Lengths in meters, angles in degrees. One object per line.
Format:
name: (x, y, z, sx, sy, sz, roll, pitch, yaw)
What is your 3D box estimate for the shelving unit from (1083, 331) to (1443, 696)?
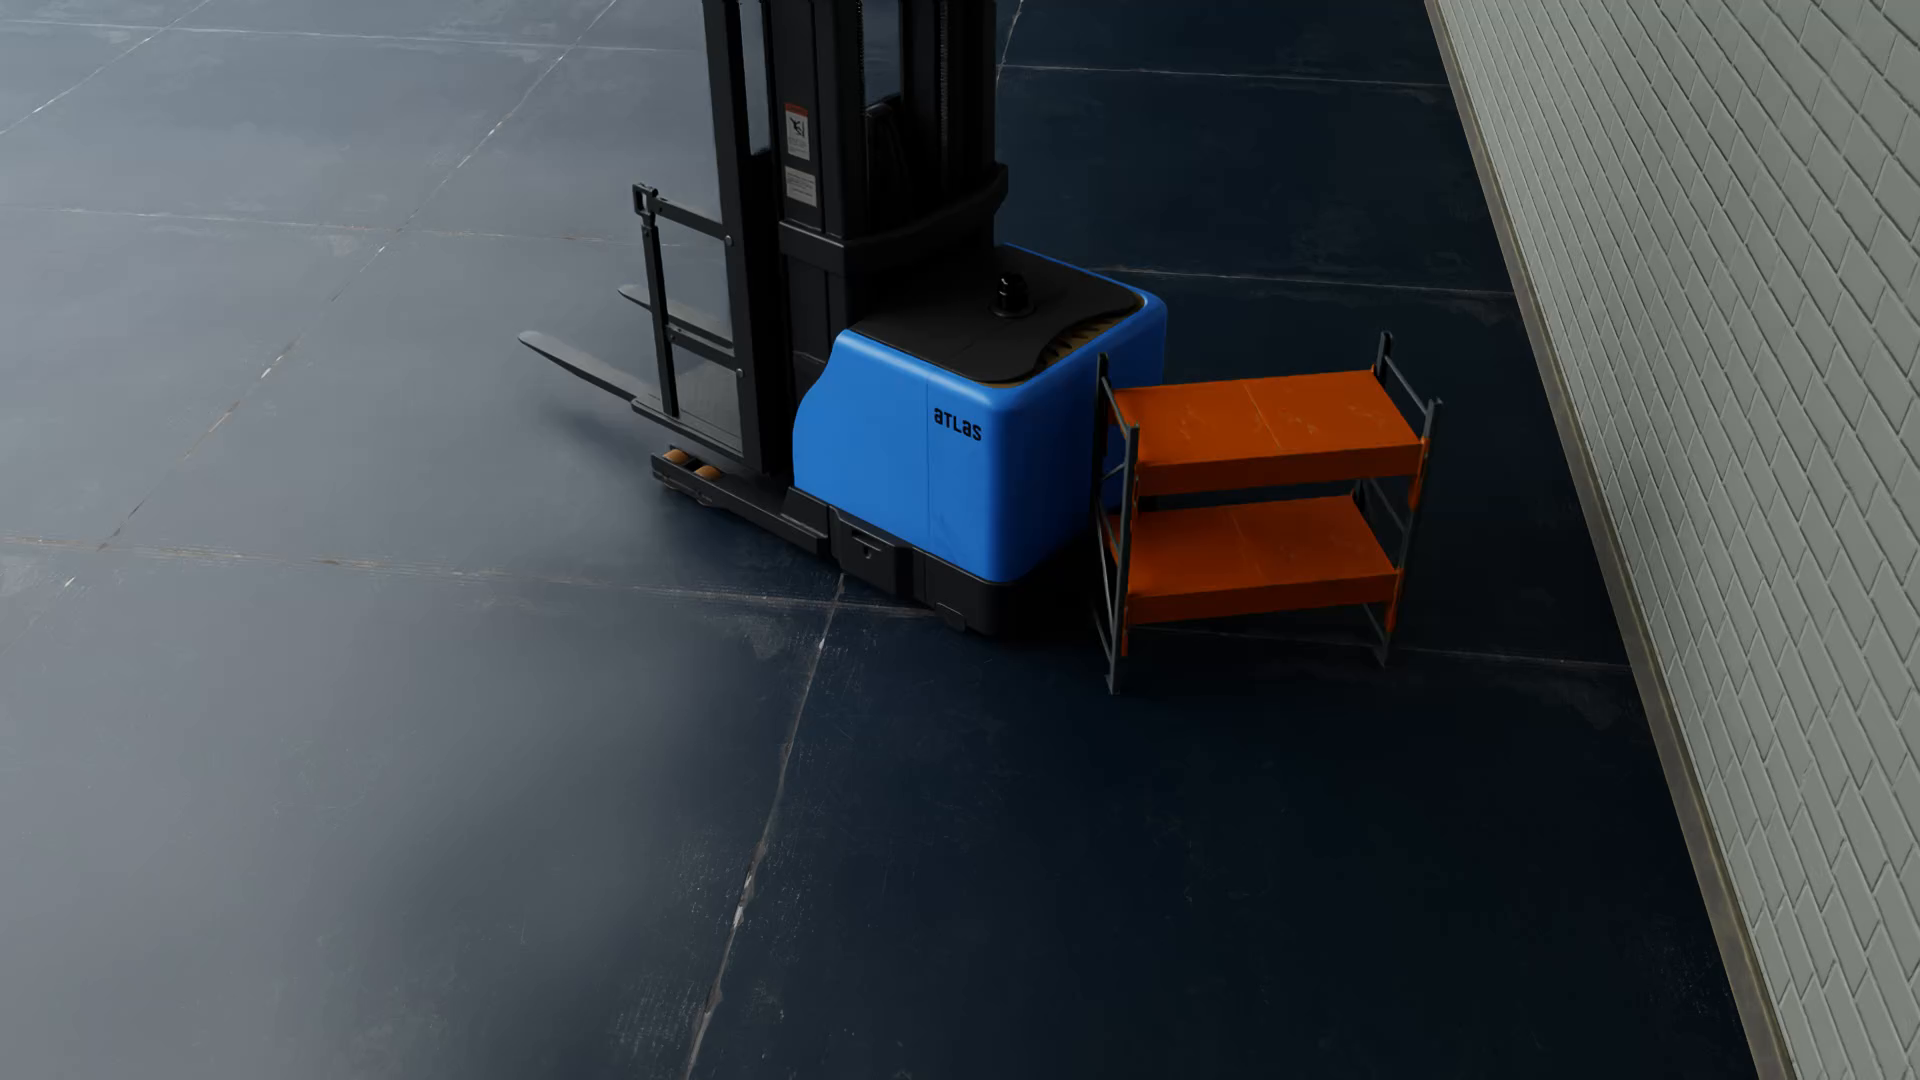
shelving unit: (1.027, -0.087, 5.904, 1.048, 1.125, 0.538, -5, 36, -7)

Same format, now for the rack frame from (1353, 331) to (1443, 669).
rack frame: (1.530, -0.130, 5.964, 0.032, 1.125, 0.500, -5, 36, -7)

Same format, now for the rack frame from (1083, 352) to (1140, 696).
rack frame: (0.524, -0.044, 5.844, 0.032, 1.125, 0.500, -5, 36, -7)

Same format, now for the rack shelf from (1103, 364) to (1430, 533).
rack shelf: (1.027, -0.325, 5.734, 1.000, 0.278, 0.538, -5, 36, -7)

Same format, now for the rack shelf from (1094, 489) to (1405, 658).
rack shelf: (1.027, 0.112, 6.046, 1.000, 0.278, 0.538, -5, 36, -7)

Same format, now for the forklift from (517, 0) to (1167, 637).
forklift: (-0.671, -1.547, 6.394, 3.031, 2.935, 1.130, 26, 43, 31)
